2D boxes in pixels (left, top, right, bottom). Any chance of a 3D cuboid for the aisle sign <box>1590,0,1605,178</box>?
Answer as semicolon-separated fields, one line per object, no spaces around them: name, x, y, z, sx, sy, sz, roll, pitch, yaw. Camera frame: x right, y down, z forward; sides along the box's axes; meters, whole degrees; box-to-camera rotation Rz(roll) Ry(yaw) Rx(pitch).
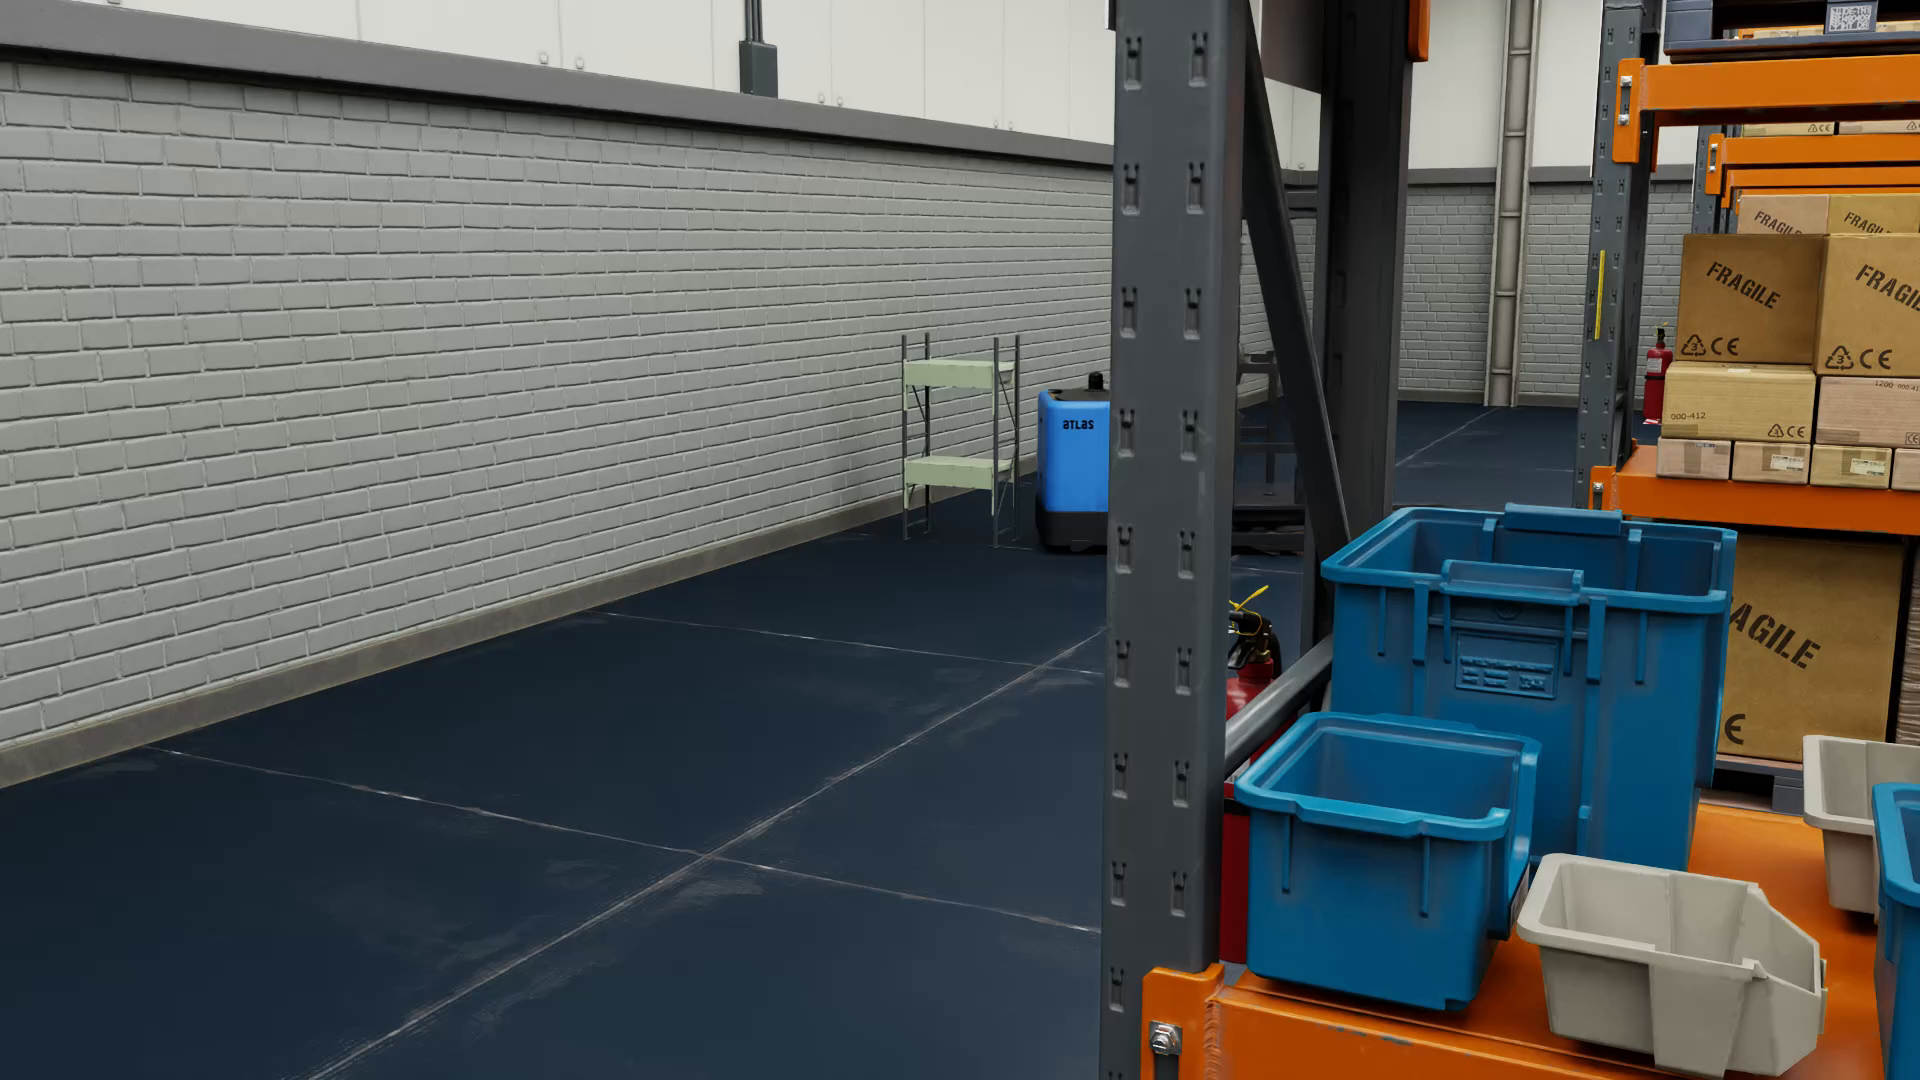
aisle sign;2.438;-1.773;6.302;0.004;0.787;0.394;5;11;26

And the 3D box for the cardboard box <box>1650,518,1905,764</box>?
cardboard box;3.245;0.341;6.711;0.875;0.875;0.875;5;11;26

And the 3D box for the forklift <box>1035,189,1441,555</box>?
forklift;2.090;-1.429;11.894;3.031;2.935;1.130;0;10;-1

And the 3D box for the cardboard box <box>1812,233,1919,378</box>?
cardboard box;3.395;-0.857;6.022;0.500;0.500;0.500;5;11;24

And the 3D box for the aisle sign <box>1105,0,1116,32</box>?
aisle sign;0.248;-0.982;1.934;0.004;0.787;0.394;5;11;26

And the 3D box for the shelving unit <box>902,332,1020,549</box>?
shelving unit;0.006;-0.737;12.094;0.755;1.500;0.431;5;11;26

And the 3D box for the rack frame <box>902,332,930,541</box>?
rack frame;-0.322;-0.766;12.253;0.023;1.500;0.400;5;11;26

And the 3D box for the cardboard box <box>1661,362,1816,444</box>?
cardboard box;2.947;-0.527;6.307;0.500;0.250;0.500;5;11;24

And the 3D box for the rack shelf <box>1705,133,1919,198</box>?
rack shelf;6.714;-2.284;10.026;4.000;0.370;1.077;5;11;26

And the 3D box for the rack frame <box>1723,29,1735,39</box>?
rack frame;4.921;-4.272;10.566;0.127;3.000;1.000;5;11;26

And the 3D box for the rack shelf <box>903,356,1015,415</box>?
rack shelf;0.006;-1.122;12.024;0.720;0.370;0.431;5;11;26

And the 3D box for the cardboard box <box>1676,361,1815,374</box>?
cardboard box;3.188;-0.612;6.777;0.500;0.250;0.500;5;11;25

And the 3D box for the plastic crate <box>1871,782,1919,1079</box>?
plastic crate;1.110;0.432;1.721;0.300;0.233;0.416;5;11;26

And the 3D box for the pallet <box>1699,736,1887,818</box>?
pallet;3.387;0.887;6.736;1.213;0.211;1.003;5;11;26

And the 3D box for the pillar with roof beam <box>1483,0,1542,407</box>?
pillar with roof beam;5.289;-5.532;17.530;0.400;9.000;9.100;5;11;26

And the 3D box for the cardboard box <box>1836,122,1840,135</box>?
cardboard box;5.907;-2.689;10.666;0.500;0.250;0.500;5;11;26

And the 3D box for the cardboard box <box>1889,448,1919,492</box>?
cardboard box;3.503;-0.271;6.009;0.250;0.149;0.380;5;11;25

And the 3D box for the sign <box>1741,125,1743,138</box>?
sign;8.973;-4.731;19.070;0.005;0.325;0.100;5;11;26

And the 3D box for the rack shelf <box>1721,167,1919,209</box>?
rack shelf;8.814;-3.083;14.438;4.000;0.370;1.077;5;11;26

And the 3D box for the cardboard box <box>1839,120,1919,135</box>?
cardboard box;5.681;-2.604;10.192;0.500;0.250;0.500;5;12;28

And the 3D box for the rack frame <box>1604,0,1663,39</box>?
rack frame;2.636;-3.488;6.233;0.127;3.000;1.000;5;11;26

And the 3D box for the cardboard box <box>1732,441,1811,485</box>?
cardboard box;3.039;-0.311;6.233;0.250;0.149;0.380;5;11;25

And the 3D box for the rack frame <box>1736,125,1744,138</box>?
rack frame;9.213;-5.863;19.359;0.127;3.000;1.000;5;11;26

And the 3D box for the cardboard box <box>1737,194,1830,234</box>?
cardboard box;5.206;-1.930;10.546;0.500;0.500;0.500;5;11;25

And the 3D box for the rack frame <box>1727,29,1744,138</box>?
rack frame;7.020;-5.070;14.978;0.127;3.000;1.000;5;11;26

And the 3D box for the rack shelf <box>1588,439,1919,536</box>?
rack shelf;4.429;-0.024;5.960;4.000;0.370;1.077;5;11;26

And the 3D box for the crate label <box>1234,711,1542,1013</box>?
crate label;0.520;0.380;2.008;0.303;0.233;0.416;5;11;26

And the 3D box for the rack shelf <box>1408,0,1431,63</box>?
rack shelf;2.238;-0.709;1.322;4.000;0.370;1.077;5;11;26

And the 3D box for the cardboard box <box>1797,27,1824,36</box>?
cardboard box;5.331;-3.079;10.297;0.250;0.149;0.380;6;12;28

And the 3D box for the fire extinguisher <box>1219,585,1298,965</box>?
fire extinguisher;0.510;0.393;2.903;0.183;0.674;0.296;5;11;26

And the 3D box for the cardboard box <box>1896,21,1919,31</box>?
cardboard box;5.760;-3.027;10.008;0.250;0.149;0.380;5;11;27
